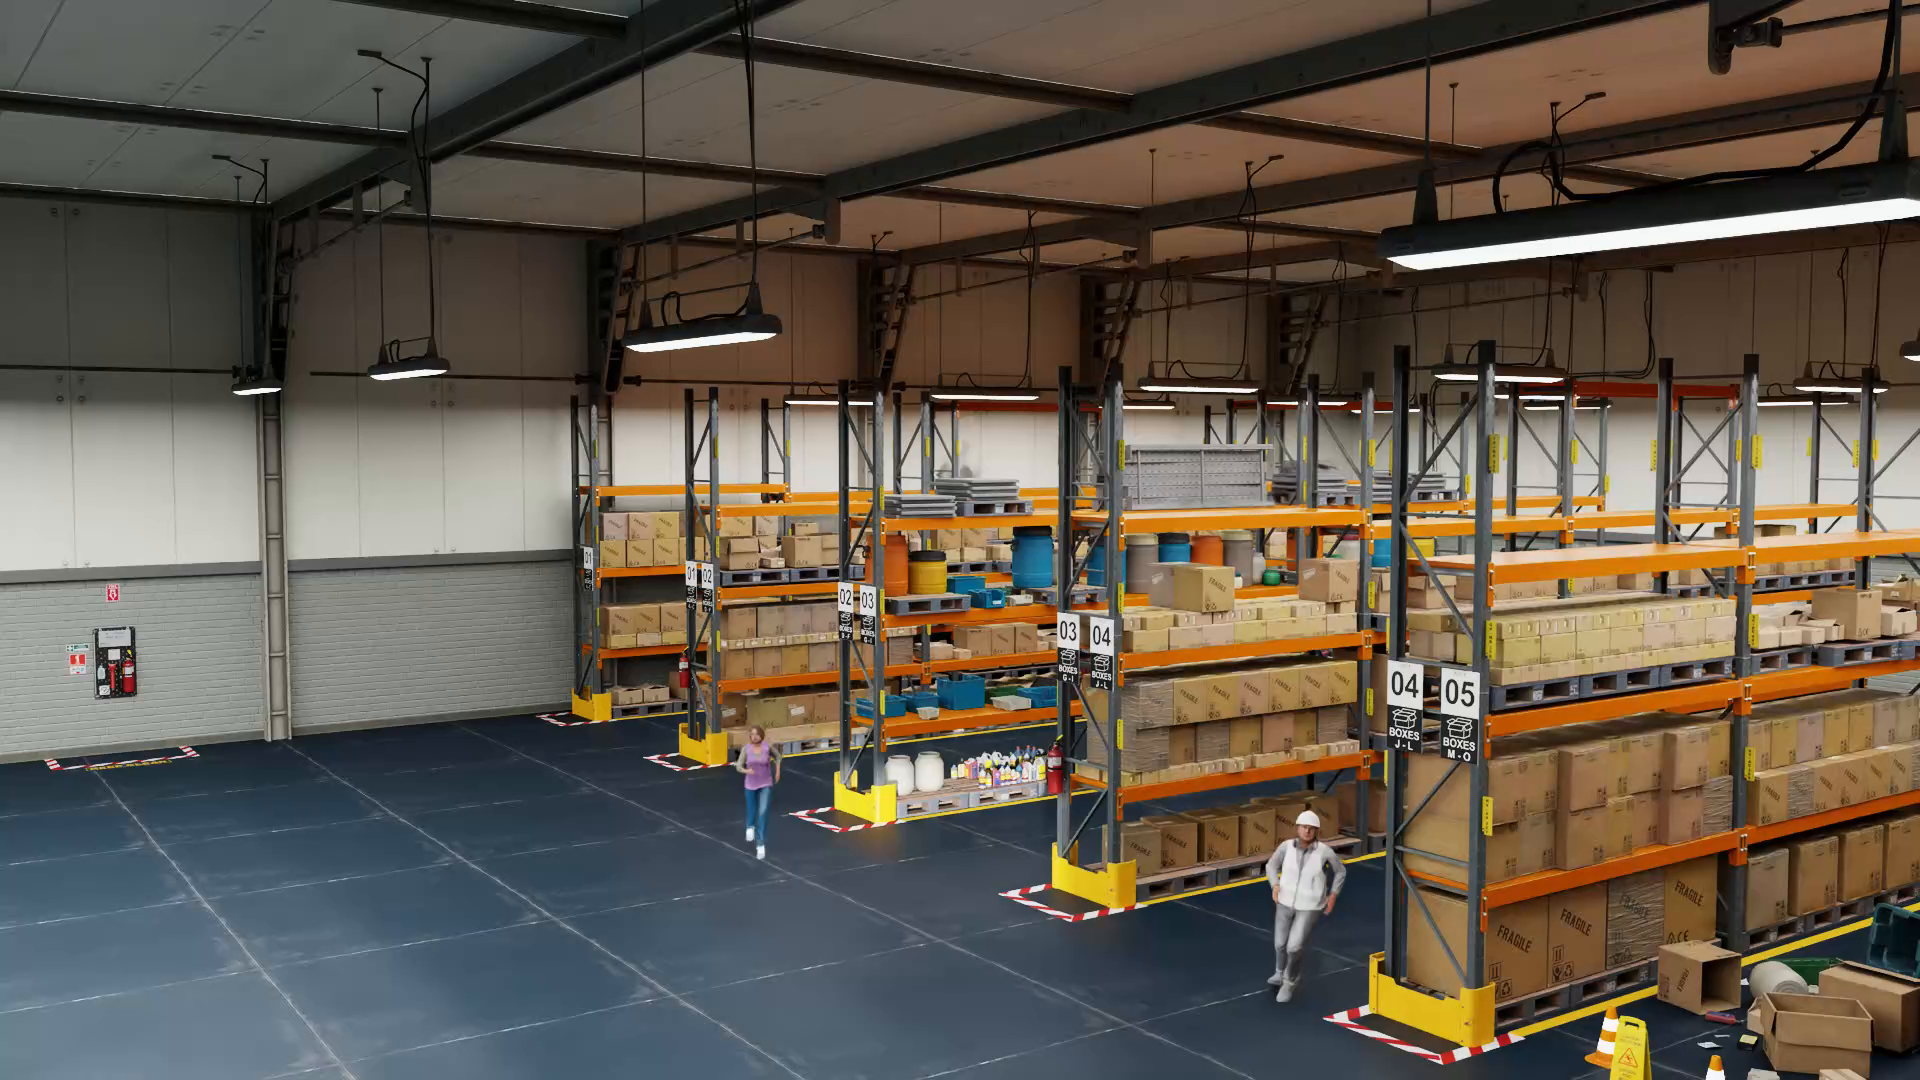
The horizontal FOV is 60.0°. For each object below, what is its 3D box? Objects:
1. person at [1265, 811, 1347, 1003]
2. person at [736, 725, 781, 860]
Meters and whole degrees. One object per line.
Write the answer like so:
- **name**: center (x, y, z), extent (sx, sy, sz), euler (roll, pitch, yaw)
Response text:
- **person**: center (3.154, 3.379, 15.361), extent (0.720, 1.779, 0.675), euler (2, 4, 30)
- **person**: center (-2.522, 3.109, 20.842), extent (0.551, 1.619, 0.874), euler (0, 3, -4)
